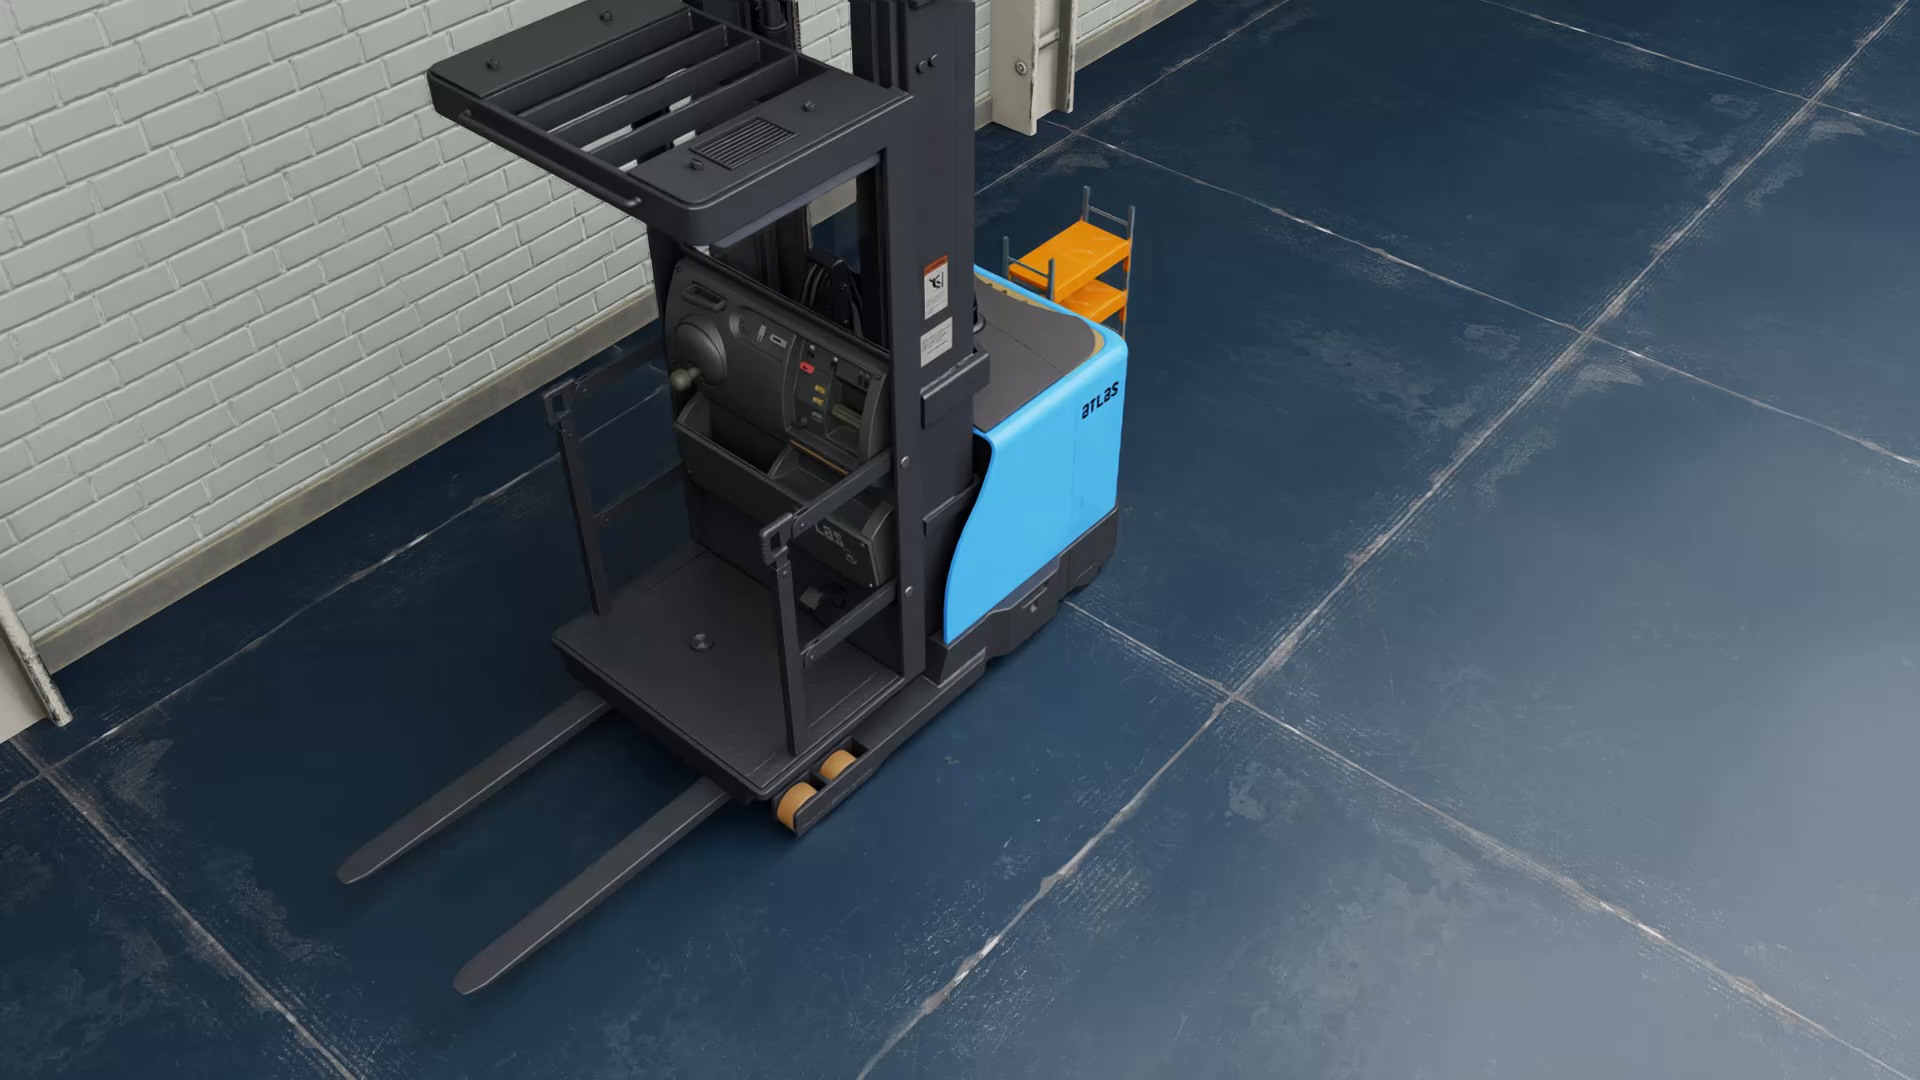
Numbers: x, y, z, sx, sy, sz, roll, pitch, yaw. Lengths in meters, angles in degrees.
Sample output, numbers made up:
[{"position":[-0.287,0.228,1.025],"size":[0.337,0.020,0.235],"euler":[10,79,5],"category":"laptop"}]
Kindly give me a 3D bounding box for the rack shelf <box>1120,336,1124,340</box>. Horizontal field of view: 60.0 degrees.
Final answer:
[{"position":[0.416,-0.708,6.737],"size":[0.258,0.148,0.480],"euler":[30,50,29],"category":"rack shelf"}]

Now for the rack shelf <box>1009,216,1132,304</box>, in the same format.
[{"position":[0.416,-1.048,6.427],"size":[0.258,0.148,0.480],"euler":[30,50,29],"category":"rack shelf"}]

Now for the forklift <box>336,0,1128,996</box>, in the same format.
[{"position":[-0.729,-0.481,5.100],"size":[1.130,2.935,3.031],"euler":[30,50,29],"category":"forklift"}]

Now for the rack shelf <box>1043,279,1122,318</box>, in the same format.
[{"position":[0.416,-0.913,6.550],"size":[0.221,0.021,0.457],"euler":[30,50,29],"category":"rack shelf"}]

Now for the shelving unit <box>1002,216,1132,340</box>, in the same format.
[{"position":[0.412,-0.755,6.688],"size":[0.258,1.200,0.492],"euler":[30,50,29],"category":"shelving unit"}]

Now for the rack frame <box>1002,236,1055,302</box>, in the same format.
[{"position":[0.255,-0.634,6.556],"size":[0.240,1.200,0.015],"euler":[30,50,29],"category":"rack frame"}]

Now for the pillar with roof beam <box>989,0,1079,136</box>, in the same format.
[{"position":[3.695,-3.871,4.318],"size":[9.100,9.000,0.400],"euler":[29,50,28],"category":"pillar with roof beam"}]
